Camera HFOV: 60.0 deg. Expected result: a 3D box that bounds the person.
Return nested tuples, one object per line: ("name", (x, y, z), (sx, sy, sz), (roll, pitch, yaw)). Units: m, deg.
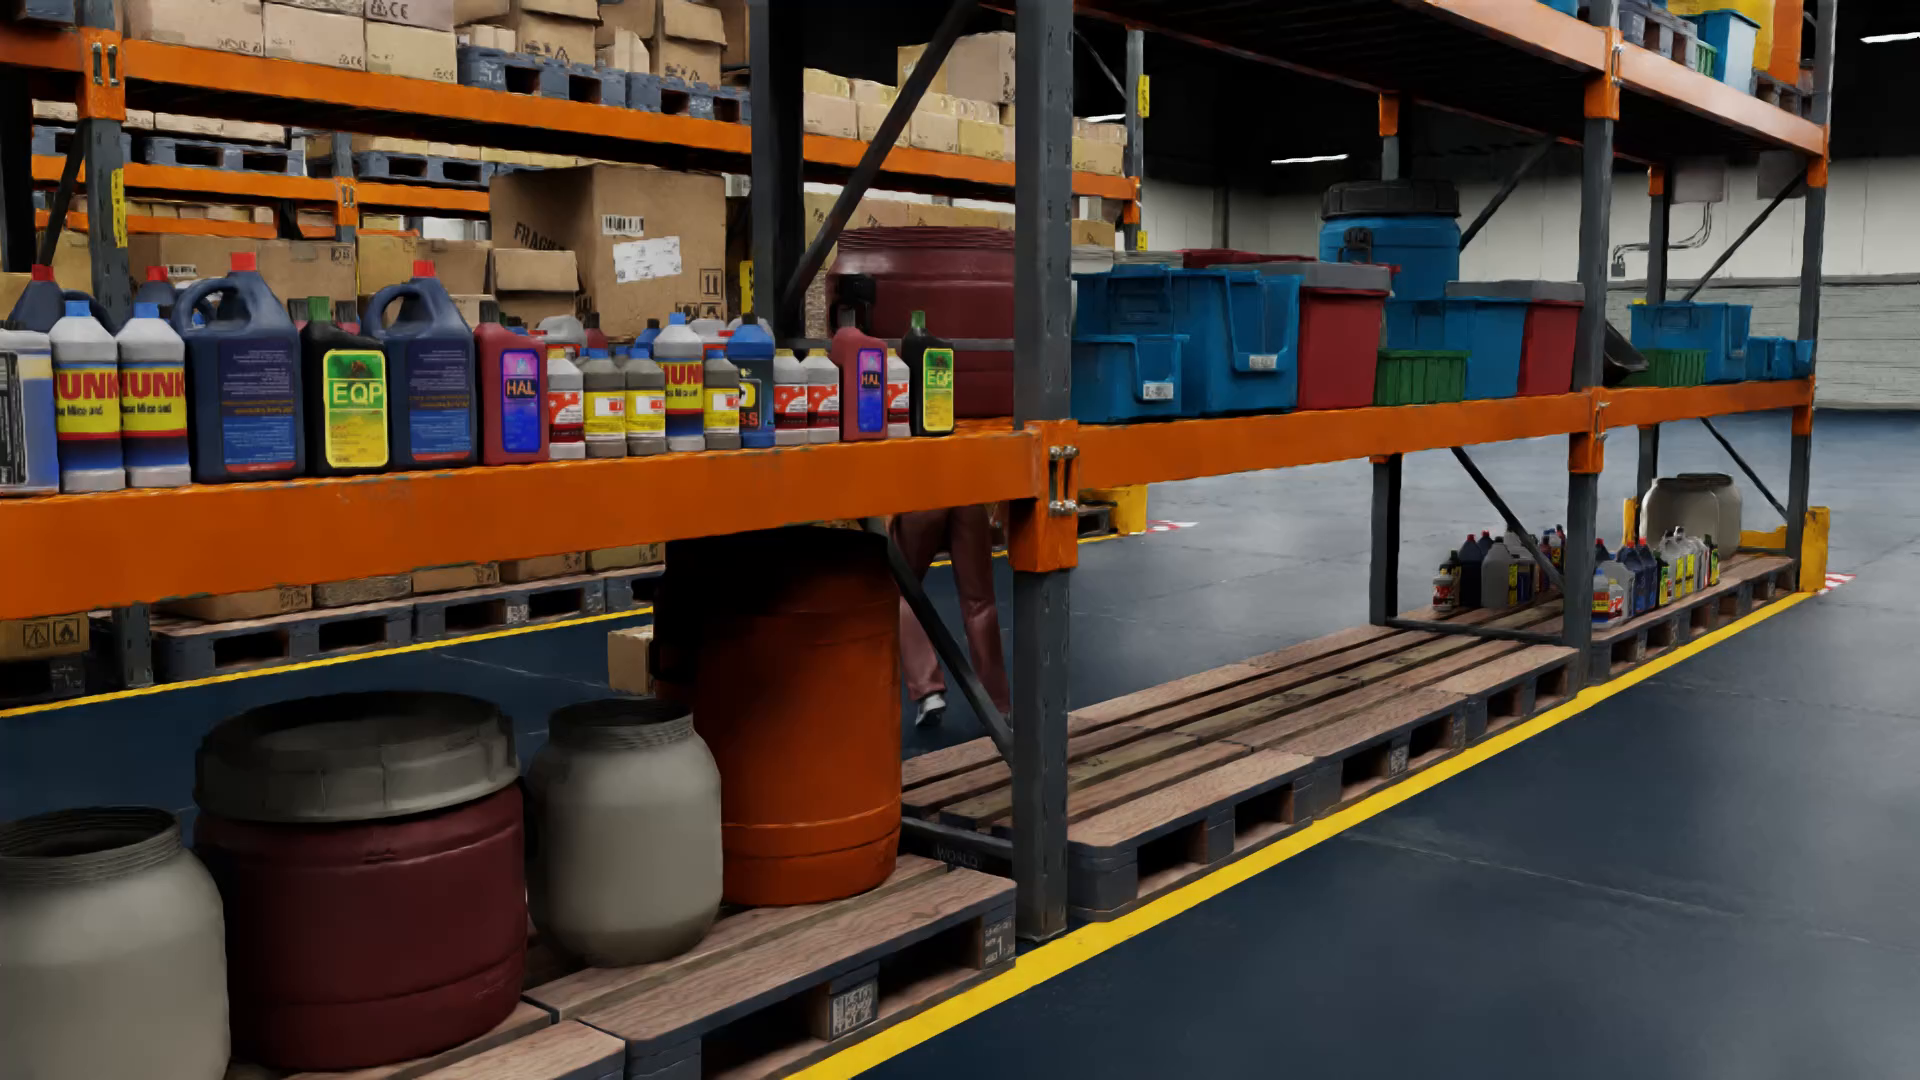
("person", (-0.034, -0.083, 6.465), (0.572, 1.668, 0.383), (-2, 7, -14))
